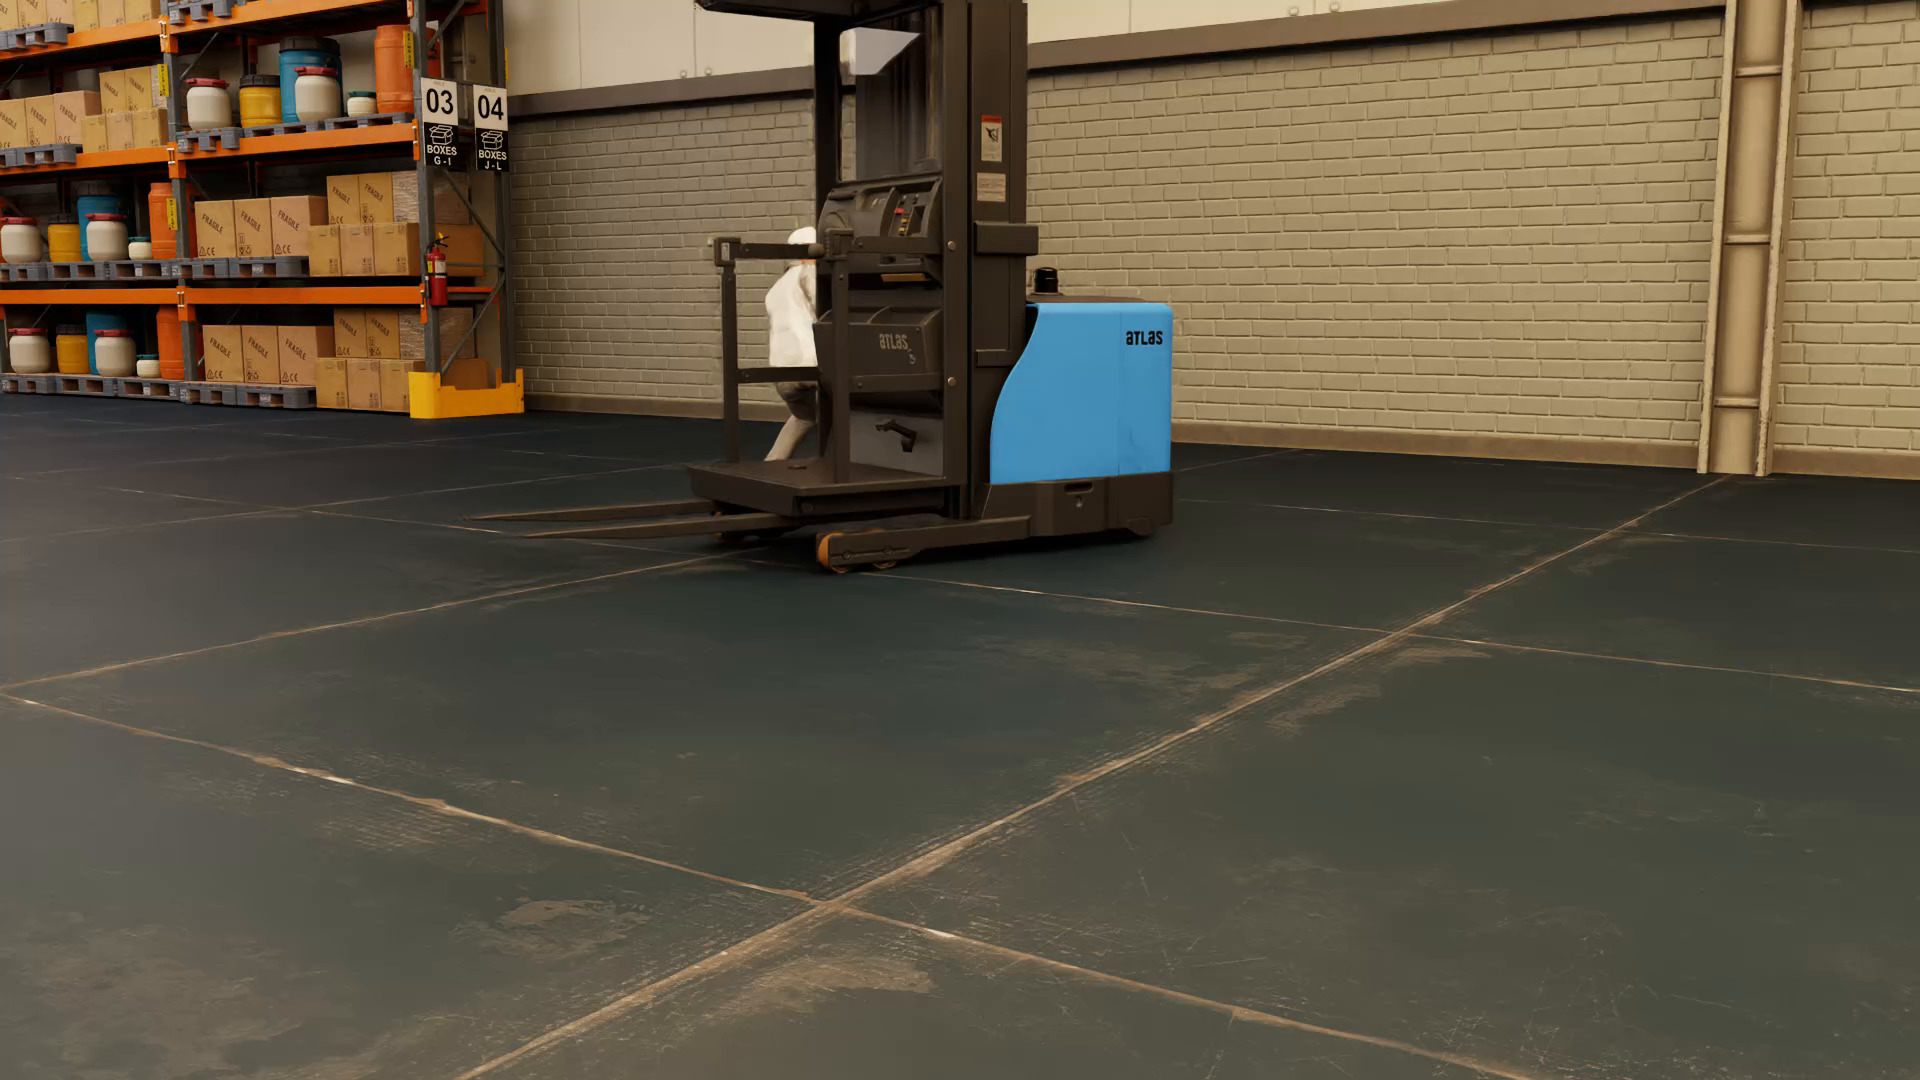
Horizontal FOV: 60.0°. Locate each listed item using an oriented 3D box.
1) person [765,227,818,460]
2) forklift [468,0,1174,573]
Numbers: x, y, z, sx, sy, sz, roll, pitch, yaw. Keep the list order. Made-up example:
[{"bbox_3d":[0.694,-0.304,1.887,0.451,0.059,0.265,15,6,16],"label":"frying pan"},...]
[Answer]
[{"bbox_3d":[-0.838,-1.081,9.899,0.772,1.547,0.688,5,10,33],"label":"person"},{"bbox_3d":[-0.528,-1.401,7.048,3.031,2.935,1.130,-5,10,-33],"label":"forklift"}]
